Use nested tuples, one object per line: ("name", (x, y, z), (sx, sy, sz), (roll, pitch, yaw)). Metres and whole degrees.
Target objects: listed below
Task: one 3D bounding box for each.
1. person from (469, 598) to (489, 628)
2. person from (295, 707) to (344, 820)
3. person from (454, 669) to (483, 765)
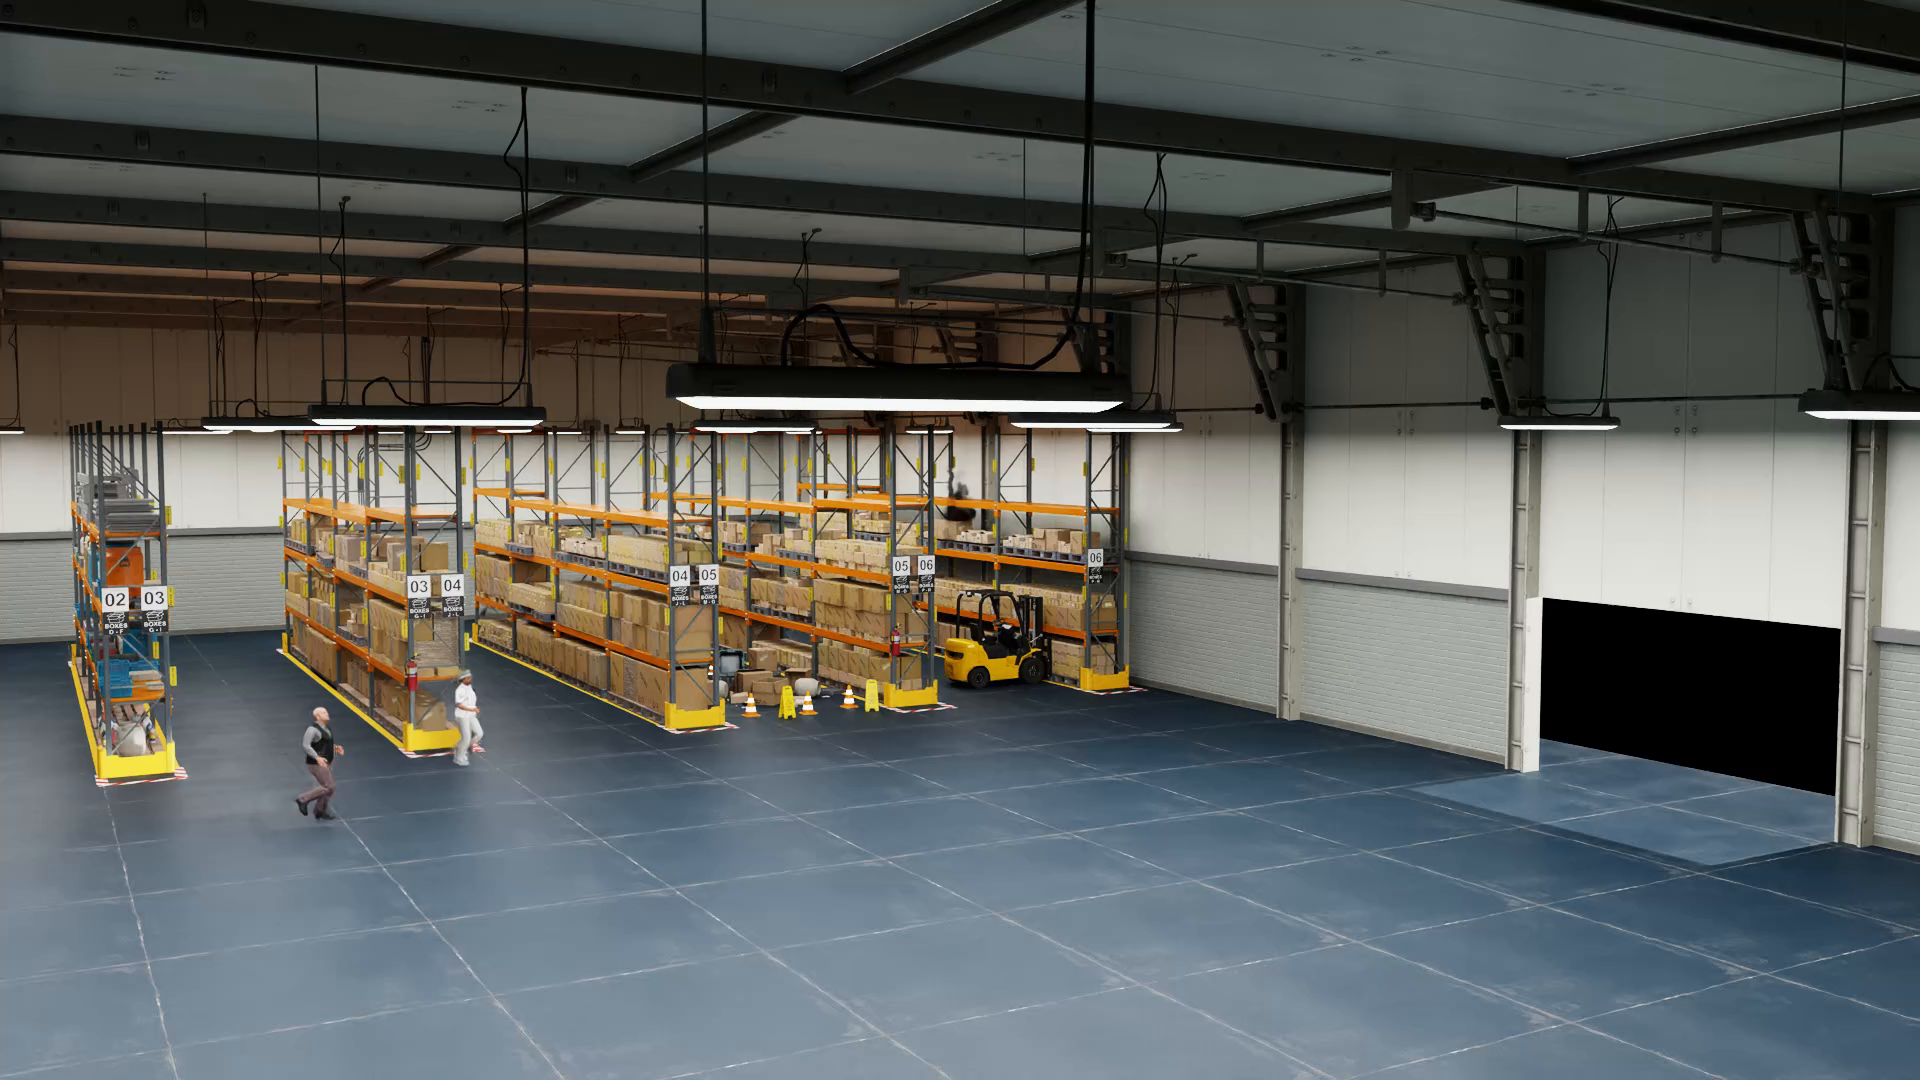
("person", (-13.733, 1.979, 47.870), (0.746, 1.606, 0.550), (-2, 4, -25))
("person", (-9.591, 3.346, 24.927), (0.627, 1.696, 0.656), (0, 4, -1))
("person", (-8.593, 3.092, 29.137), (0.584, 1.672, 0.620), (1, 4, 10))
